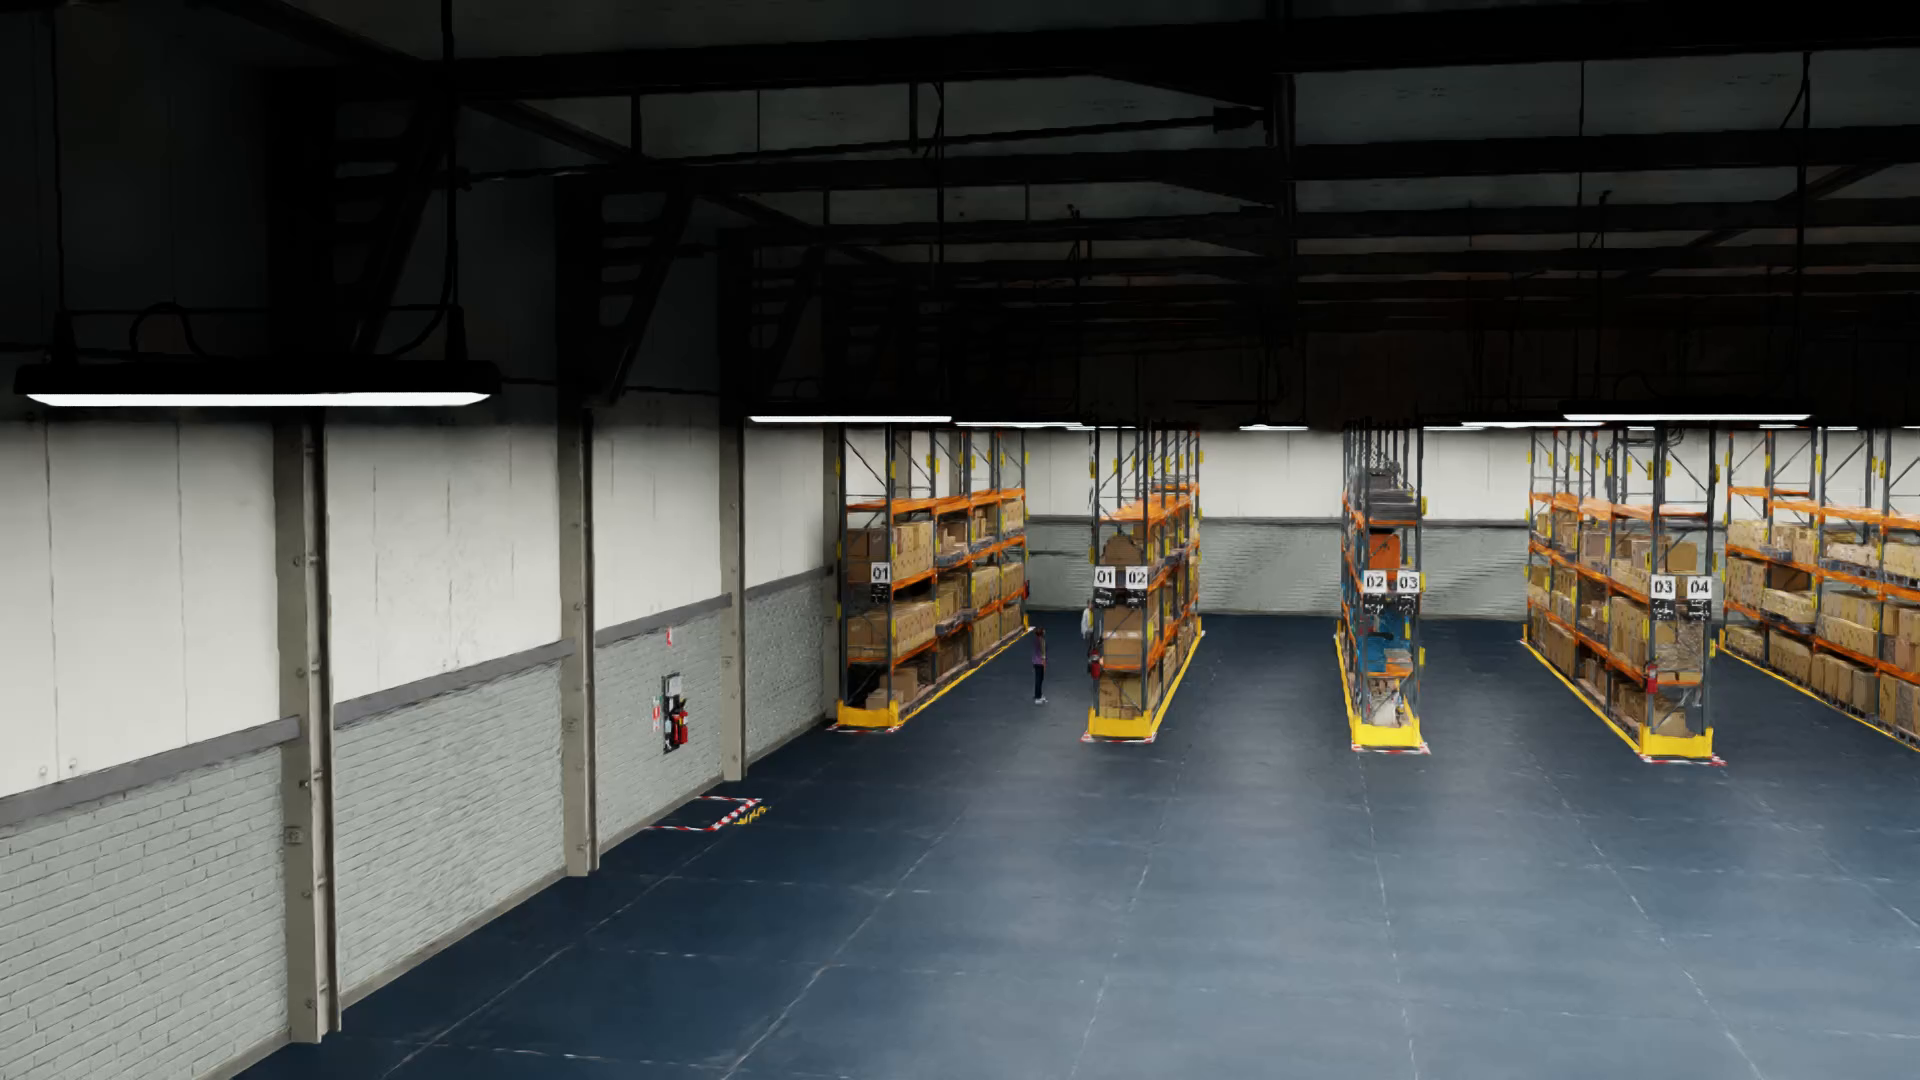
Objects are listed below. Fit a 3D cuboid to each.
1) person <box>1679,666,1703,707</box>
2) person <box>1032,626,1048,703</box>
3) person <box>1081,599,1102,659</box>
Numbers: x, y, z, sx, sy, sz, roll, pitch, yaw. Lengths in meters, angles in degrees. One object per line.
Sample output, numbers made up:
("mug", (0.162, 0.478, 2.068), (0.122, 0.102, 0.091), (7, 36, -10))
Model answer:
("person", (15.254, 2.677, 34.575), (0.580, 1.619, 0.507), (1, 4, 9))
("person", (1.718, 2.626, 35.226), (0.399, 1.602, 0.469), (-1, 4, -19))
("person", (3.247, 2.235, 41.226), (0.495, 1.589, 1.086), (1, 4, 14))
